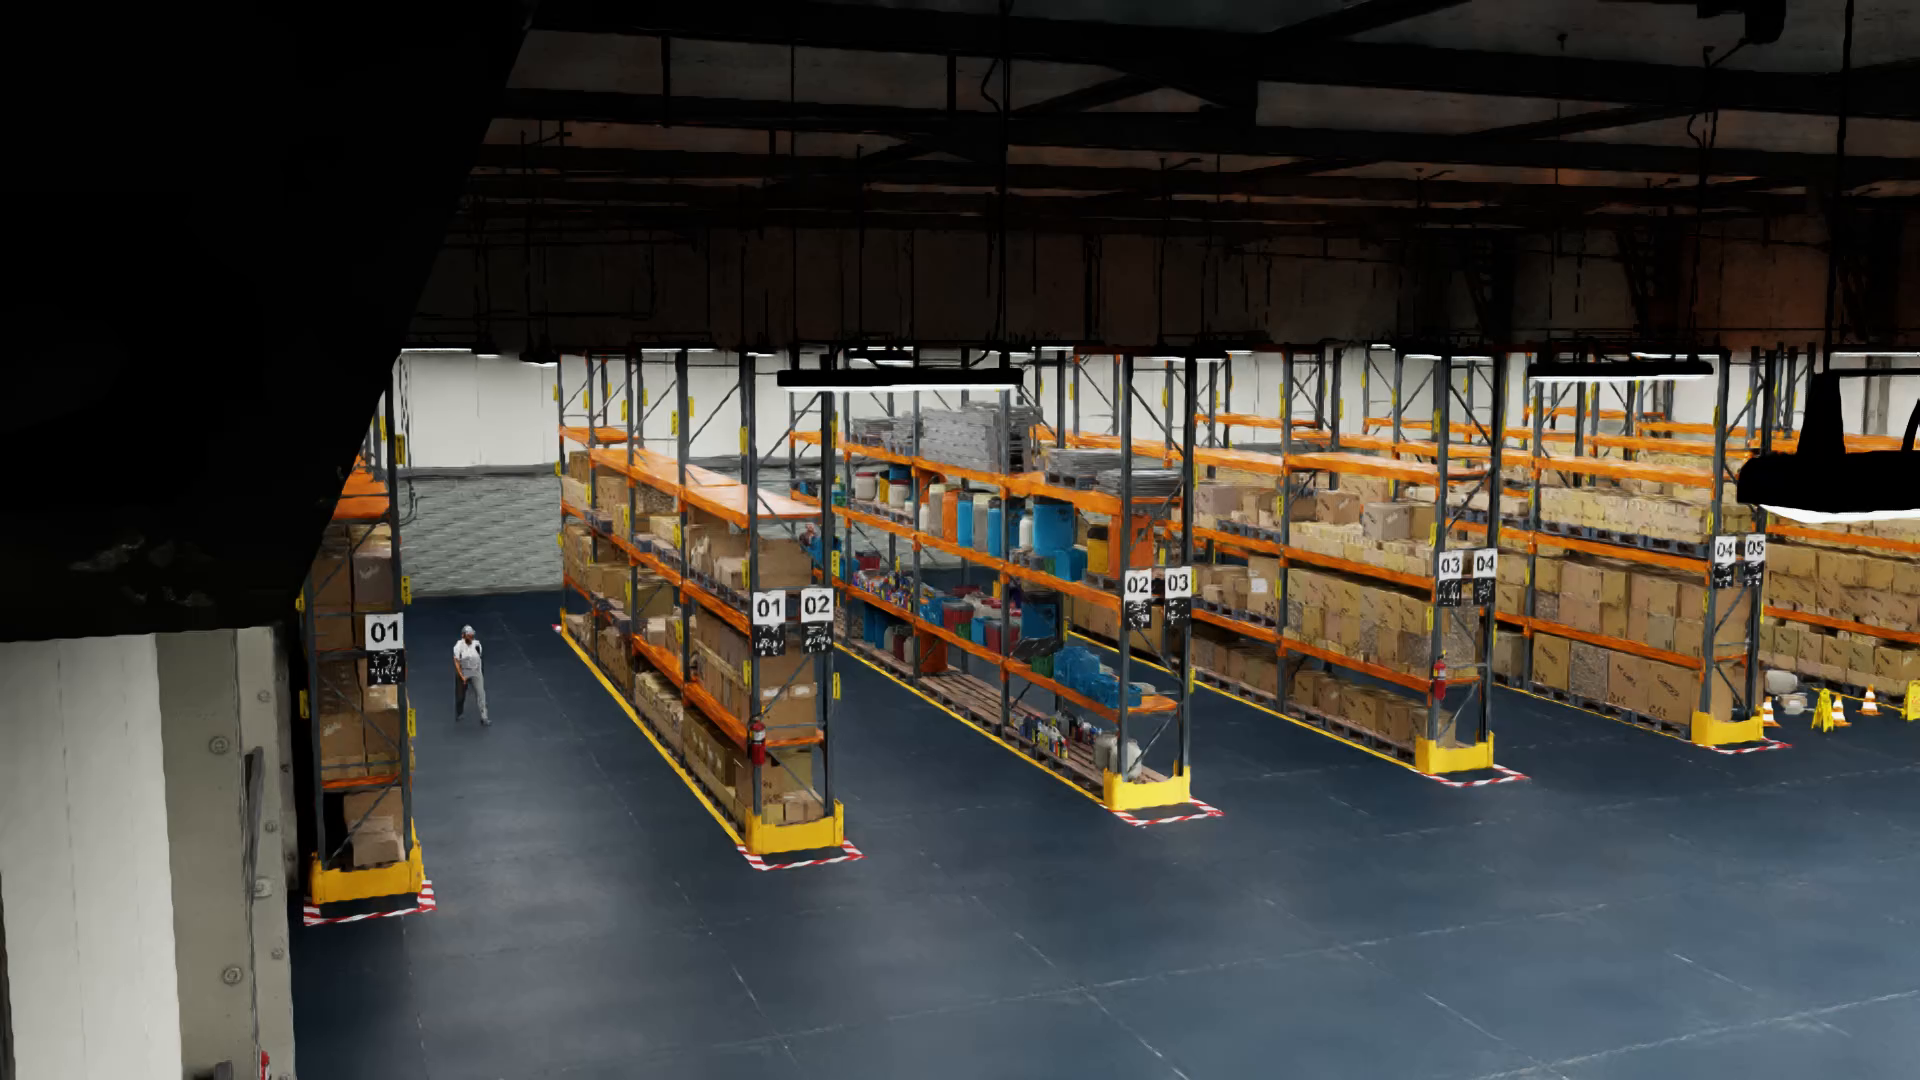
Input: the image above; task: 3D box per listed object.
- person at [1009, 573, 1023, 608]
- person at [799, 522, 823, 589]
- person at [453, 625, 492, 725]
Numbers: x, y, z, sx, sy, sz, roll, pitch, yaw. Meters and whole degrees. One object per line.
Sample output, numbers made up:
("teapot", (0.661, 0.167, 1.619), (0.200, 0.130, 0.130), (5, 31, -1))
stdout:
("person", (1.095, 1.078, 35.232), (0.479, 1.553, 1.090), (-2, 8, -18))
("person", (-3.595, 0.418, 39.788), (0.577, 1.705, 1.103), (-4, 8, -30))
("person", (-7.871, 2.148, 26.652), (0.491, 1.598, 1.000), (-4, 8, -29))
